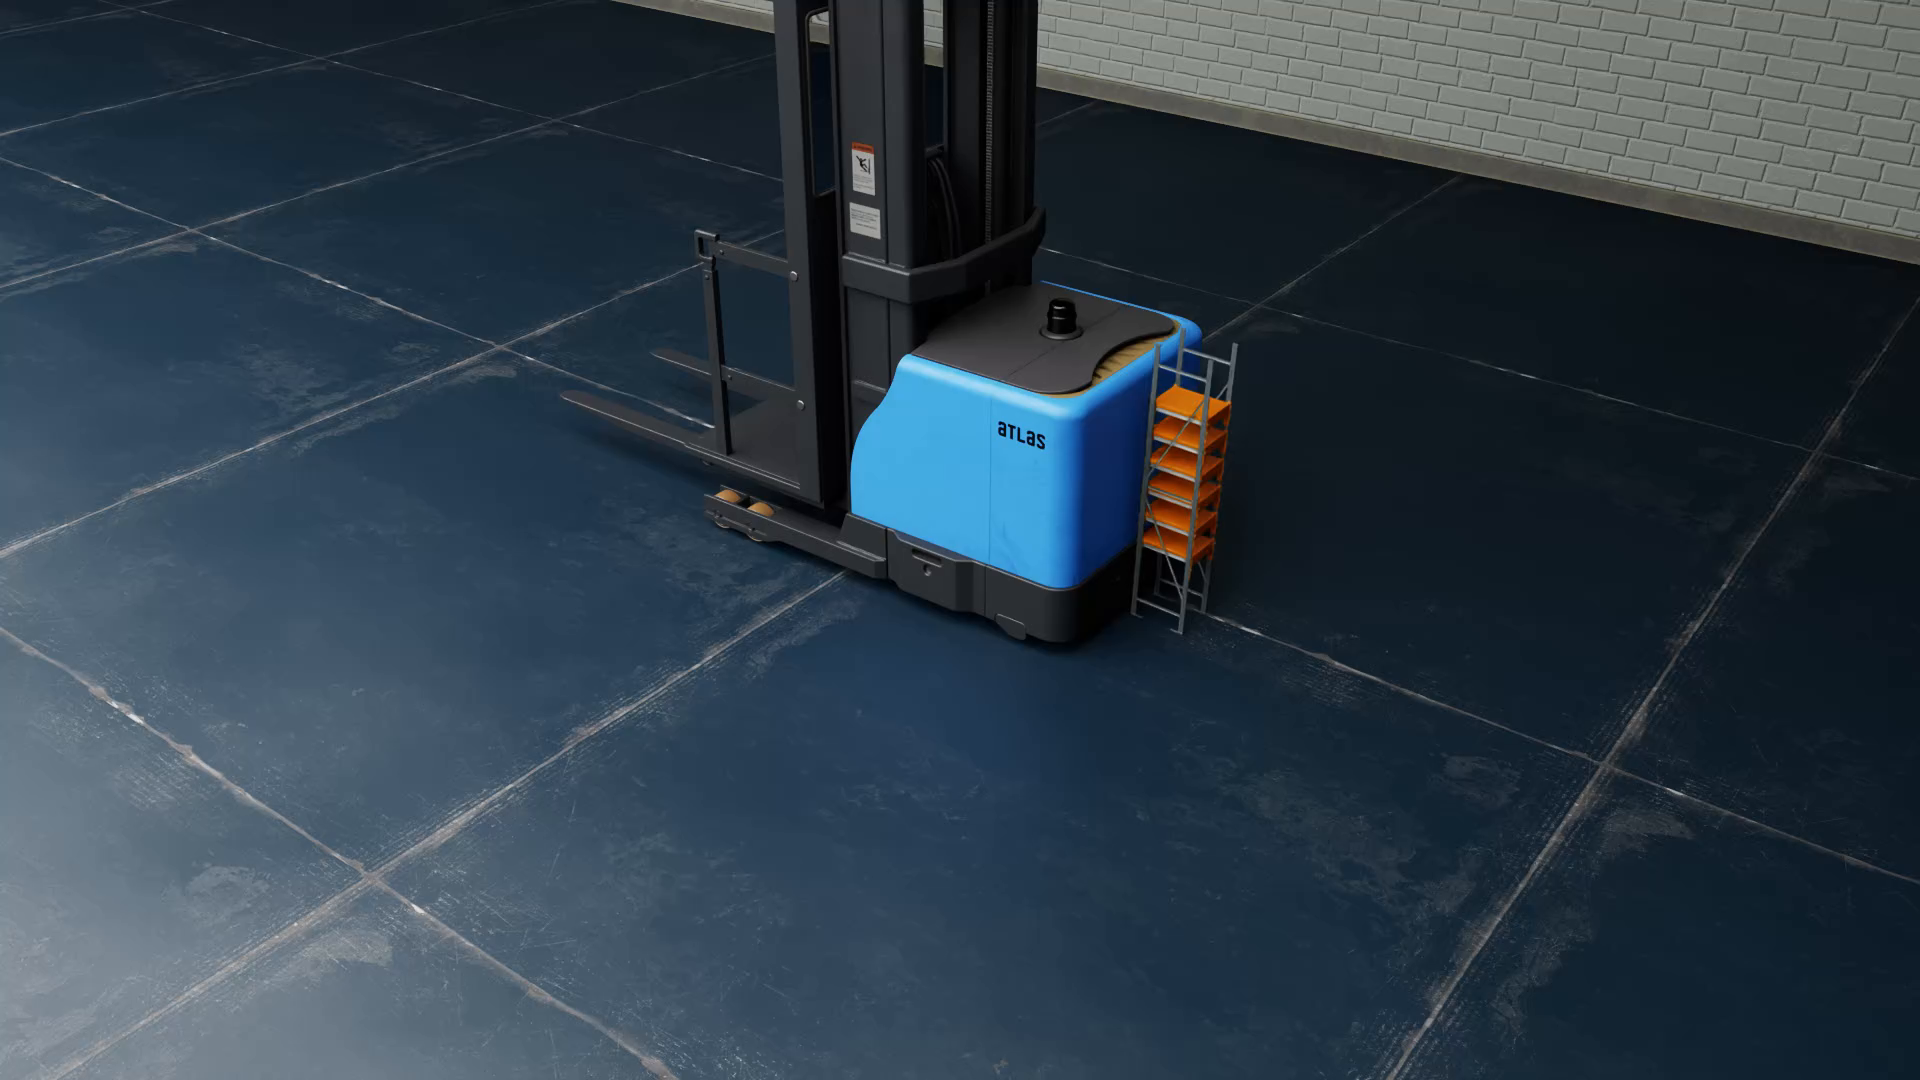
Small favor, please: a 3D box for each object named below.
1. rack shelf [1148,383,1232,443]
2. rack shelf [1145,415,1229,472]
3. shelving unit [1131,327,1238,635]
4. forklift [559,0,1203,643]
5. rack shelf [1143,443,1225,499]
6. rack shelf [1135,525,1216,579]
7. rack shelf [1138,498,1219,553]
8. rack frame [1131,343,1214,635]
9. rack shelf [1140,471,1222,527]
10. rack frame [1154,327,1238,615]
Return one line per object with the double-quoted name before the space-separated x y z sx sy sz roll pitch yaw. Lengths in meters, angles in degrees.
"rack shelf" 0.864 -0.478 6.253 0.258 0.103 0.180 22 37 30
"rack shelf" 0.861 -0.376 6.316 0.258 0.103 0.180 22 37 30
"shelving unit" 0.856 -0.210 6.419 0.258 1.200 0.189 22 37 30
"forklift" -0.509 -1.450 6.822 3.031 2.935 1.130 20 36 30
"rack shelf" 0.858 -0.274 6.379 0.258 0.103 0.180 22 37 30
"rack shelf" 0.850 0.032 6.569 0.258 0.103 0.180 22 37 30
"rack shelf" 0.853 -0.070 6.505 0.258 0.103 0.180 22 37 30
"rack frame" 0.802 -0.172 6.356 0.240 1.200 0.006 22 37 30
"rack shelf" 0.855 -0.172 6.442 0.258 0.103 0.180 22 37 30
"rack frame" 0.911 -0.247 6.482 0.240 1.200 0.006 22 37 30
